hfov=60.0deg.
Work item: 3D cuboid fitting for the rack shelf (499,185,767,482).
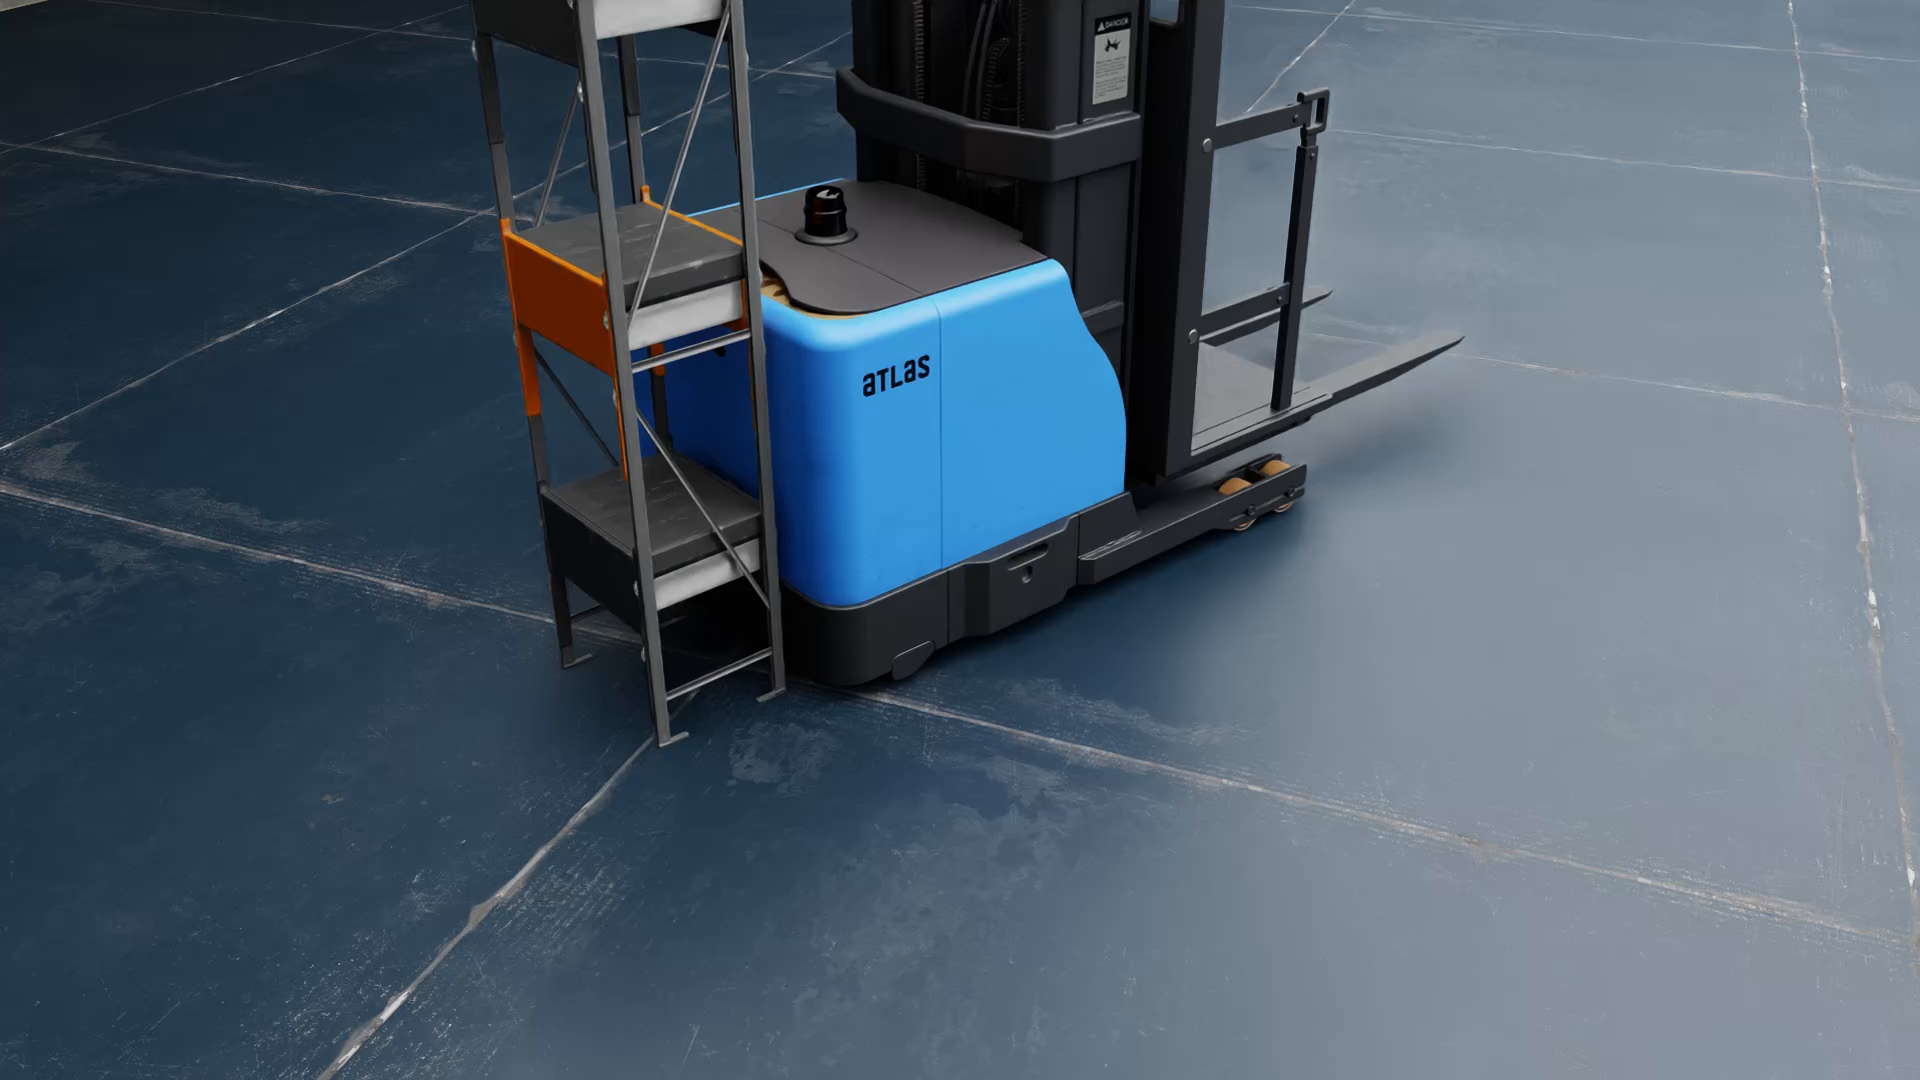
[{"bbox_3d":[-0.789,-0.518,4.059,0.431,0.518,0.480,-23,37,-35],"label":"rack shelf"}]

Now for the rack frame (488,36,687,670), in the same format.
[{"bbox_3d":[-0.949,-0.620,4.213,0.400,2.100,0.015,-23,37,-35],"label":"rack frame"}]

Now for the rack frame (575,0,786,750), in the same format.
[{"bbox_3d":[-0.628,-0.439,3.893,0.400,2.100,0.015,-23,37,-35],"label":"rack frame"}]

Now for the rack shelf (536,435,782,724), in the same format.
[{"bbox_3d":[-0.789,0.092,4.404,0.431,0.518,0.480,-23,37,-35],"label":"rack shelf"}]

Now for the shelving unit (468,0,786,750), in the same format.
[{"bbox_3d":[-0.789,-0.529,4.053,0.431,2.100,0.503,-23,37,-35],"label":"shelving unit"}]

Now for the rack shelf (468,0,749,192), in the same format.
[{"bbox_3d":[-0.789,-1.127,3.715,0.431,0.518,0.480,-23,37,-35],"label":"rack shelf"}]

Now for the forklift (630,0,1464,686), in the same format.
[{"bbox_3d":[0.494,-1.482,4.893,3.031,2.935,1.130,-23,37,-34],"label":"forklift"}]
